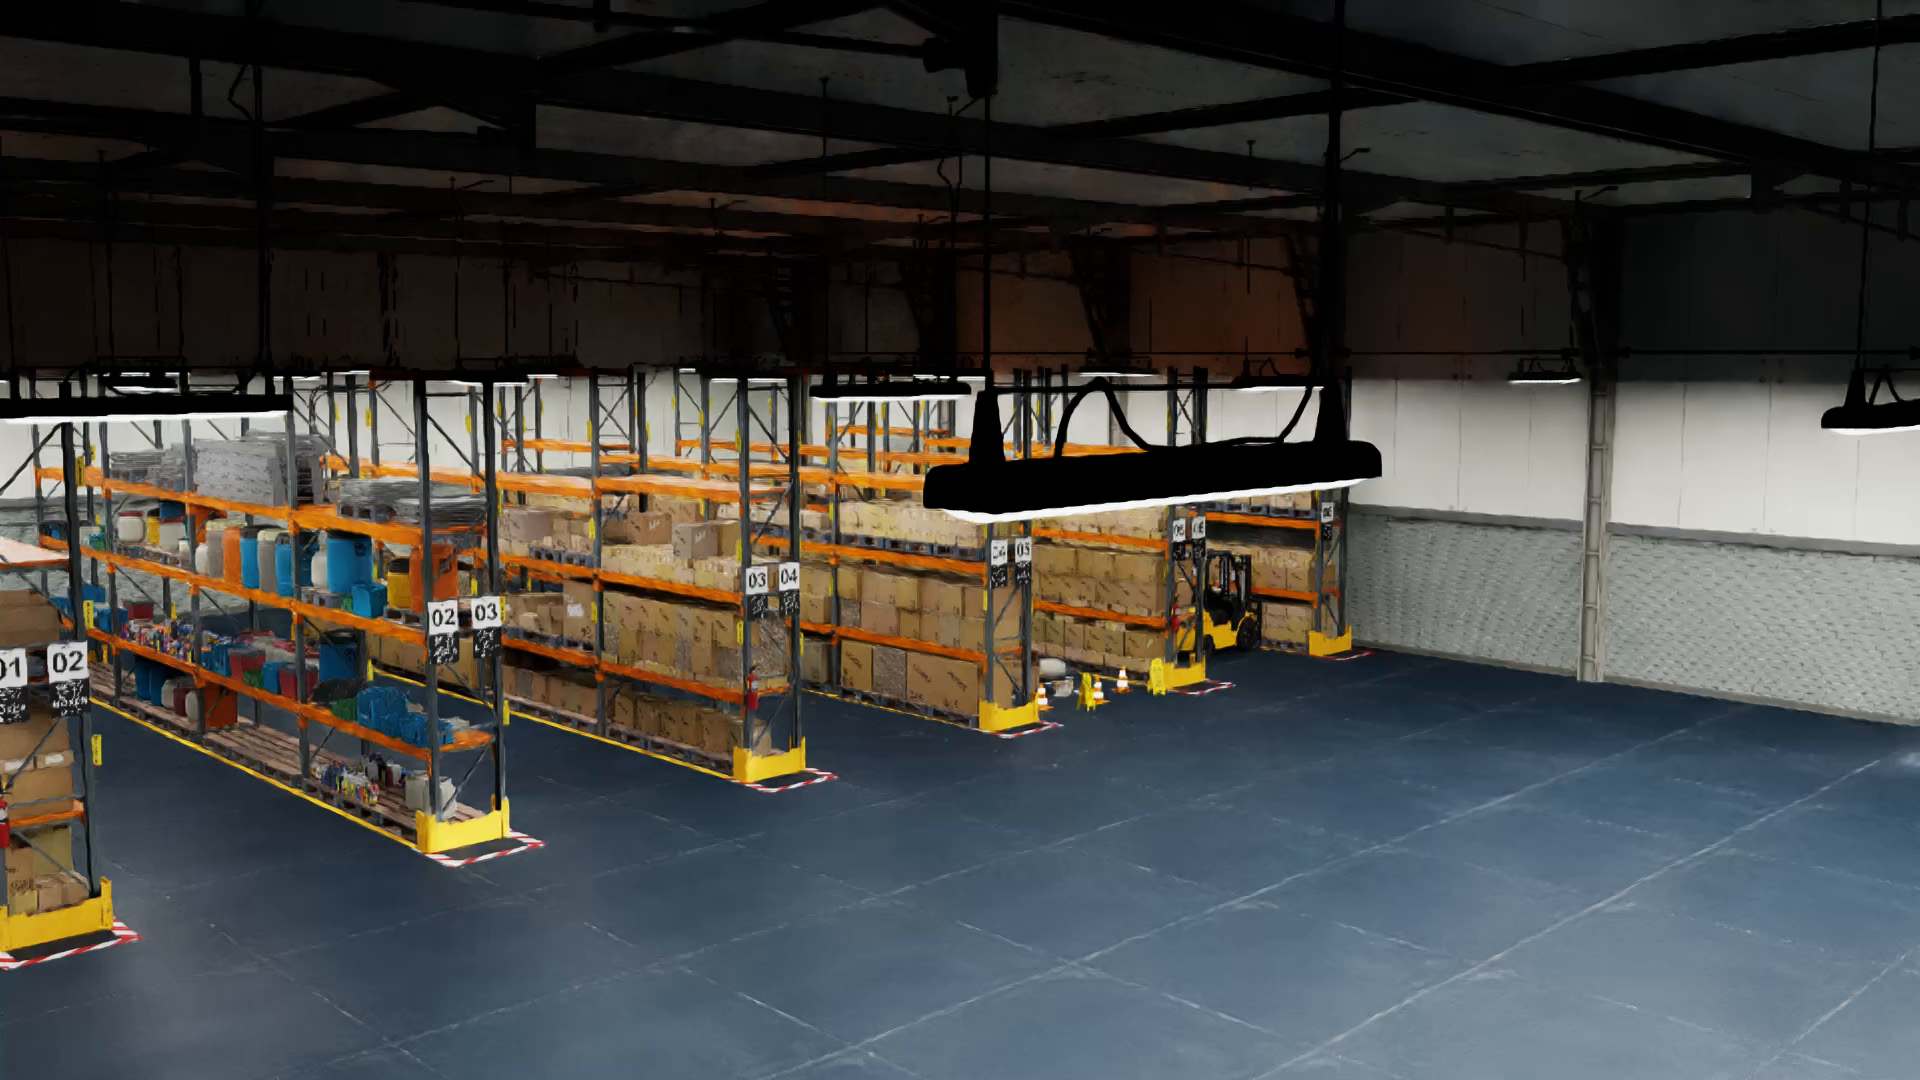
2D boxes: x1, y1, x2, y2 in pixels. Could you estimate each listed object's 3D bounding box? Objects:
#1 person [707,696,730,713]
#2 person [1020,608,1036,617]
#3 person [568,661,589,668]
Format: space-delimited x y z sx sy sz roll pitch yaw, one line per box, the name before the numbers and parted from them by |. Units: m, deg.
person | -4.101 2.209 28.550 0.618 1.783 0.457 2 7 14
person | 1.529 1.070 39.510 0.536 1.590 0.534 -2 7 -20
person | -7.698 1.719 33.386 0.553 1.684 0.433 2 7 20
